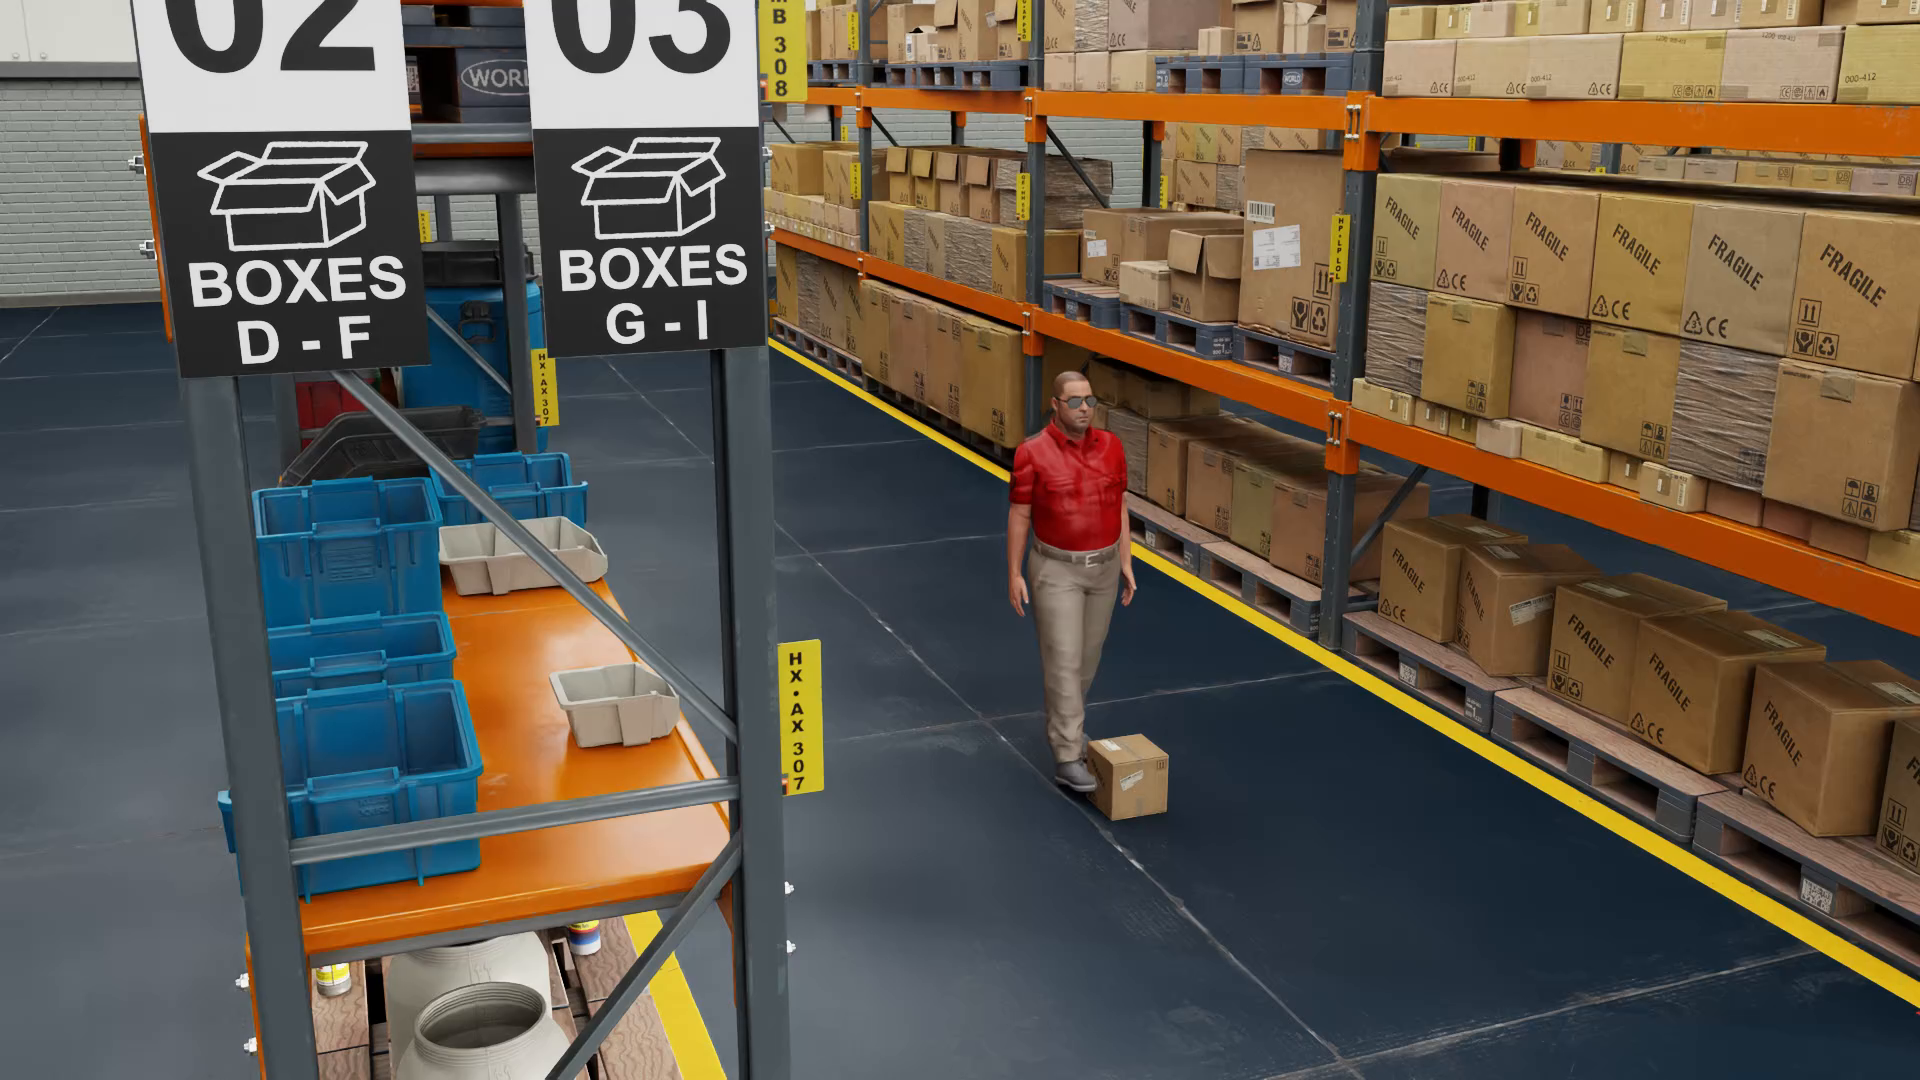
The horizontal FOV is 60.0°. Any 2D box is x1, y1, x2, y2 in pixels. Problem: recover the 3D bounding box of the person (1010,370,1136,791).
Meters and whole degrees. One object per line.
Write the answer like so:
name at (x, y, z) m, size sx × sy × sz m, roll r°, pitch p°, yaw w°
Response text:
person at (0.533, 0.161, 6.974) m, size 0.549 × 1.719 × 0.731 m, roll -7°, pitch 17°, yaw -25°
